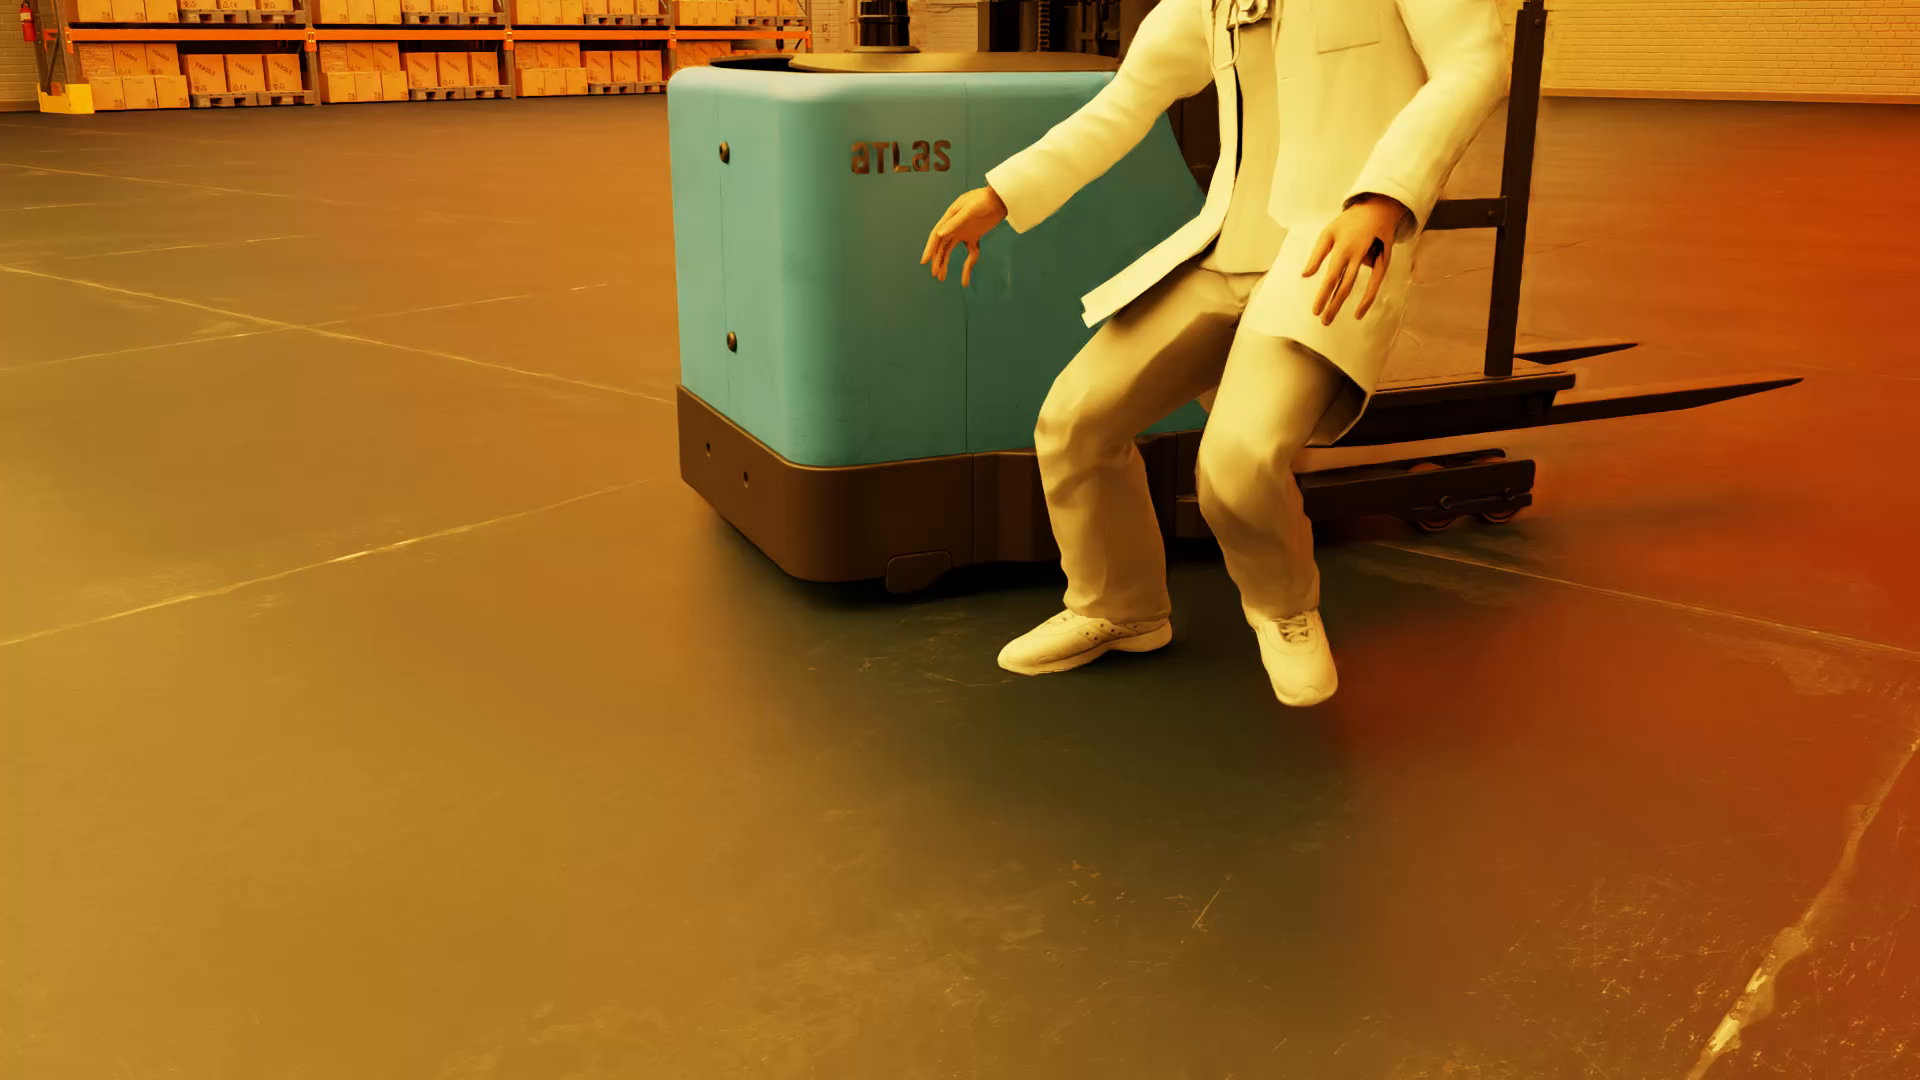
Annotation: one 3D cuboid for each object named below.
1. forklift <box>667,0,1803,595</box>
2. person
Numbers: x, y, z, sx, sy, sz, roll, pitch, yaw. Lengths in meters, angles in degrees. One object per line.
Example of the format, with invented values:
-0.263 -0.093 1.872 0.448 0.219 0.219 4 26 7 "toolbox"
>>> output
0.853 -1.554 4.014 3.031 2.935 1.130 -7 18 -23 "forklift"
0.407 -0.470 2.704 0.649 1.635 0.830 -10 19 -29 "person"
